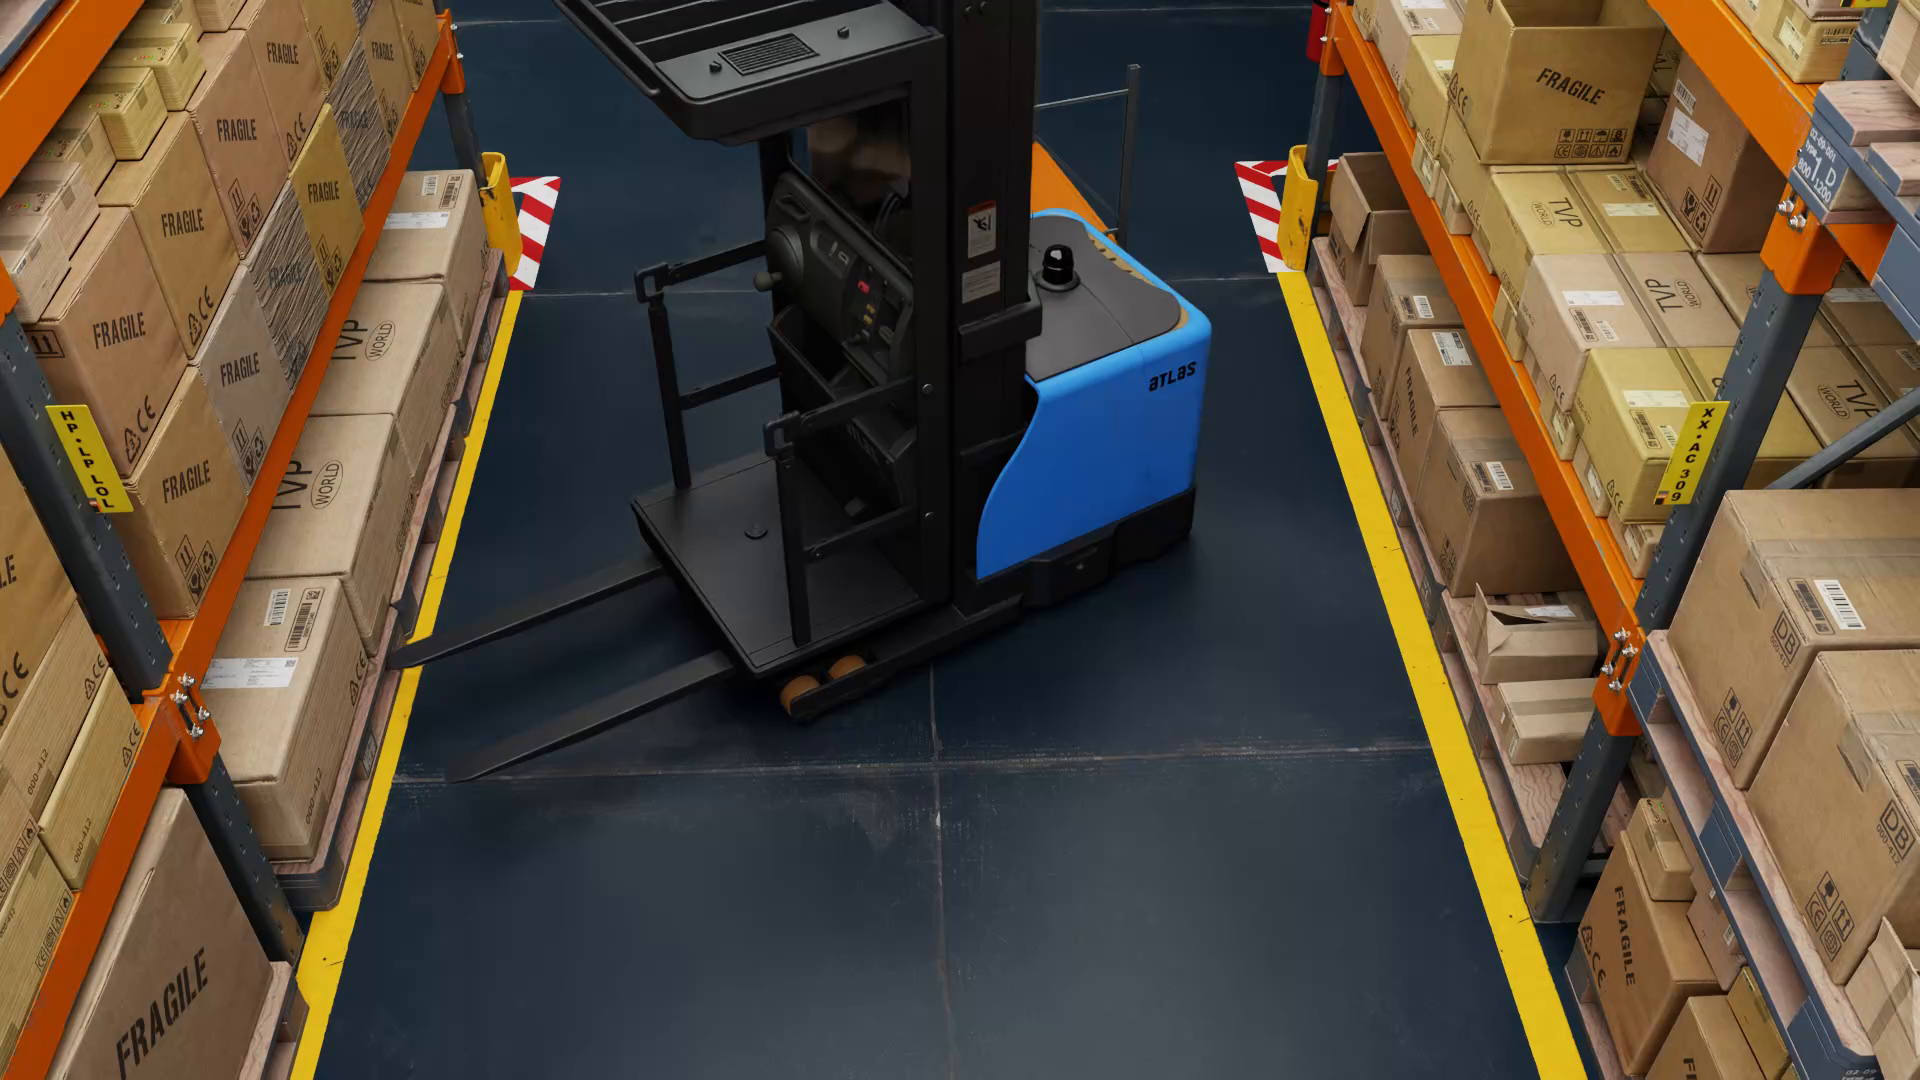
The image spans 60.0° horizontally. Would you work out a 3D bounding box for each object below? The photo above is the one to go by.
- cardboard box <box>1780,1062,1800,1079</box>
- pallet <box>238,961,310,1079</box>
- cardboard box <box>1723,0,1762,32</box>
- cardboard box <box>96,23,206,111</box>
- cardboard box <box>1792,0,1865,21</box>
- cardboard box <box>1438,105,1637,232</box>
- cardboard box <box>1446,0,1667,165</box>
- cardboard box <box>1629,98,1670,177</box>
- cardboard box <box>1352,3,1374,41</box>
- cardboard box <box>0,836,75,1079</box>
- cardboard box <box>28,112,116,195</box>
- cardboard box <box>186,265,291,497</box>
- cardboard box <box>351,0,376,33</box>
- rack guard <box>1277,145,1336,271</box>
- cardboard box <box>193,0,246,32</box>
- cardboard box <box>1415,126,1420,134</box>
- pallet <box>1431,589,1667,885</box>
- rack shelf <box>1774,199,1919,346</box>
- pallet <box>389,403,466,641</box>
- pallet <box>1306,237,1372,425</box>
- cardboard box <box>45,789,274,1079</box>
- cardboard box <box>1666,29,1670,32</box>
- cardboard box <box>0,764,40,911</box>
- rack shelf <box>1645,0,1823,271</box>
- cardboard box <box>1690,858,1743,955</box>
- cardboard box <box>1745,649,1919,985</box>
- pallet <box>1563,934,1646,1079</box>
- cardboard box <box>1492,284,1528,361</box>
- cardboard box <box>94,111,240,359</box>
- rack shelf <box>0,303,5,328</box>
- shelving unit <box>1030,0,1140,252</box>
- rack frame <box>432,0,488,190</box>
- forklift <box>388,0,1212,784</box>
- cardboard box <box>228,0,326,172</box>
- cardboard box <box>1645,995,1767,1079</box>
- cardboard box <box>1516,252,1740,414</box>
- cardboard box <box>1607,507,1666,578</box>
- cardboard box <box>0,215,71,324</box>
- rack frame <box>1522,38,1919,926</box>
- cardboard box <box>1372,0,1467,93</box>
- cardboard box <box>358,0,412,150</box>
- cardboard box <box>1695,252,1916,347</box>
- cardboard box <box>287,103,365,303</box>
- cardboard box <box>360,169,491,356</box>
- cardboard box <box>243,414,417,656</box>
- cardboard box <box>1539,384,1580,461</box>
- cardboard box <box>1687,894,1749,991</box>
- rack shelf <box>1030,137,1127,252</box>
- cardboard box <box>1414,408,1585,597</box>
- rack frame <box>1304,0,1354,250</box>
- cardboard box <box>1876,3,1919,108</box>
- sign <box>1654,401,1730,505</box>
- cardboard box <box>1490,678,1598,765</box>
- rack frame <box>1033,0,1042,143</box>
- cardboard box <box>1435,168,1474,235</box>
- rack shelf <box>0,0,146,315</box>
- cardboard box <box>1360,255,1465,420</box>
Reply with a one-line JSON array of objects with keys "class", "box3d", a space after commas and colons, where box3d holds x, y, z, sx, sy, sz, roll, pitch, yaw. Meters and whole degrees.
[{"class": "cardboard box", "box3d": [2.242, 1.406, 4.055, 0.380, 0.149, 0.250, -2, 43, -3]}, {"class": "pallet", "box3d": [-2.495, 1.778, 4.654, 1.003, 0.211, 1.213, -2, 43, -2]}, {"class": "cardboard box", "box3d": [2.038, -1.327, 3.943, 0.380, 0.149, 0.250, -2, 43, -2]}, {"class": "cardboard box", "box3d": [-2.369, -1.328, 4.684, 0.380, 0.149, 0.250, -3, 43, -3]}, {"class": "cardboard box", "box3d": [2.085, -1.392, 3.720, 0.500, 0.250, 0.500, -1, 43, -2]}, {"class": "cardboard box", "box3d": [2.025, -1.327, 5.869, 0.500, 0.250, 0.500, -3, 43, -3]}, {"class": "cardboard box", "box3d": [2.000, -1.618, 5.631, 0.500, 0.500, 0.500, -1, 43, -1]}, {"class": "cardboard box", "box3d": [2.529, -1.330, 5.872, 0.500, 0.250, 0.500, -2, 43, -2]}, {"class": "cardboard box", "box3d": [1.926, -2.292, 7.216, 0.380, 0.149, 0.250, -2, 43, -2]}, {"class": "cardboard box", "box3d": [-2.312, 0.926, 3.631, 0.500, 0.250, 0.500, -2, 43, -2]}, {"class": "cardboard box", "box3d": [-2.437, -0.978, 4.303, 0.380, 0.149, 0.250, -2, 43, -2]}, {"class": "cardboard box", "box3d": [-2.379, -0.470, 4.969, 0.500, 0.500, 0.500, -1, 43, -2]}, {"class": "cardboard box", "box3d": [-2.463, -2.204, 6.121, 0.500, 0.500, 0.500, -2, 43, -2]}, {"class": "rack guard", "box3d": [2.189, -1.641, 8.171, 1.175, 0.500, 0.348, -2, 43, -2]}, {"class": "cardboard box", "box3d": [-2.403, -1.663, 5.050, 0.380, 0.149, 0.250, -2, 43, -2]}, {"class": "cardboard box", "box3d": [1.995, -1.593, 6.454, 0.380, 0.149, 0.250, -1, 43, -1]}, {"class": "pallet", "box3d": [2.327, 0.651, 5.884, 1.003, 0.211, 1.213, -2, 43, -2]}, {"class": "rack shelf", "box3d": [2.441, 0.596, 2.193, 1.077, 0.370, 4.000, -2, 43, -2]}, {"class": "pallet", "box3d": [-2.612, -0.082, 6.683, 1.003, 0.211, 1.213, -2, 43, -2]}, {"class": "pallet", "box3d": [2.224, -0.997, 7.681, 1.003, 0.211, 1.213, -2, 43, -2]}, {"class": "cardboard box", "box3d": [-2.497, 1.276, 4.400, 0.875, 0.875, 0.875, 0, 43, 0]}, {"class": "cardboard box", "box3d": [2.491, -2.017, 6.622, 0.500, 0.250, 0.500, -2, 43, -2]}, {"class": "cardboard box", "box3d": [-2.313, 0.730, 3.475, 0.500, 0.250, 0.500, -1, 43, -1]}, {"class": "rack shelf", "box3d": [2.271, -2.105, 5.139, 1.077, 0.370, 4.000, -2, 43, -2]}, {"class": "cardboard box", "box3d": [2.164, 0.928, 4.357, 0.380, 0.149, 0.250, -4, 43, -4]}, {"class": "cardboard box", "box3d": [2.175, 0.577, 3.516, 0.700, 0.500, 0.500, -1, 43, -1]}, {"class": "pallet", "box3d": [2.428, 1.662, 4.780, 1.003, 0.211, 1.213, -2, 43, -2]}, {"class": "cardboard box", "box3d": [1.999, -0.729, 5.511, 0.380, 0.149, 0.250, -2, 43, -2]}, {"class": "cardboard box", "box3d": [-2.397, -0.844, 4.637, 0.500, 0.500, 0.500, -2, 43, -2]}, {"class": "rack shelf", "box3d": [-2.518, 0.741, 2.034, 1.077, 0.370, 4.000, -2, 43, -2]}, {"class": "shelving unit", "box3d": [0.296, -1.594, 7.380, 0.587, 1.500, 1.083, -14, 44, -15]}, {"class": "rack frame", "box3d": [-2.773, -2.469, 7.224, 1.000, 3.000, 0.127, -2, 43, -2]}, {"class": "forklift", "box3d": [-0.588, -0.836, 5.492, 3.031, 2.935, 1.130, -23, 47, -23]}, {"class": "cardboard box", "box3d": [-2.426, -1.531, 5.386, 0.500, 0.500, 0.500, -2, 43, -2]}, {"class": "cardboard box", "box3d": [2.184, 1.545, 4.384, 0.500, 0.500, 0.500, -2, 43, -2]}, {"class": "cardboard box", "box3d": [2.054, -0.643, 5.122, 0.500, 0.250, 0.500, -2, 43, -2]}, {"class": "cardboard box", "box3d": [2.090, -0.029, 4.748, 0.380, 0.149, 0.250, -1, 43, -1]}, {"class": "cardboard box", "box3d": [-2.357, -0.634, 3.928, 0.380, 0.149, 0.250, -2, 43, -2]}, {"class": "rack frame", "box3d": [2.356, 0.086, 4.436, 1.000, 3.000, 0.127, -2, 43, -2]}, {"class": "cardboard box", "box3d": [1.958, -2.014, 6.618, 0.500, 0.250, 0.500, -1, 43, -1]}, {"class": "cardboard box", "box3d": [-2.482, -1.849, 6.473, 0.500, 0.500, 0.500, -2, 43, -3]}, {"class": "cardboard box", "box3d": [2.576, -0.649, 5.129, 0.500, 0.250, 0.500, -2, 43, -2]}, {"class": "cardboard box", "box3d": [-2.415, -1.154, 5.715, 0.500, 0.500, 0.500, 0, 43, -1]}, {"class": "cardboard box", "box3d": [-2.645, -1.237, 7.465, 0.875, 0.438, 0.875, -3, 43, -3]}, {"class": "cardboard box", "box3d": [-2.561, -0.010, 6.127, 0.875, 0.438, 0.875, -3, 43, -3]}, {"class": "cardboard box", "box3d": [2.022, -0.379, 5.130, 0.380, 0.149, 0.250, -1, 43, -1]}, {"class": "cardboard box", "box3d": [2.194, 1.048, 4.445, 0.380, 0.149, 0.250, -3, 43, -3]}, {"class": "rack shelf", "box3d": [0.300, -1.456, 7.495, 0.538, 0.185, 1.000, -14, 44, -15]}, {"class": "cardboard box", "box3d": [2.159, -0.153, 6.236, 0.700, 0.500, 0.500, -3, 43, -3]}, {"class": "rack frame", "box3d": [2.186, -2.614, 7.382, 1.000, 3.000, 0.127, -2, 43, -2]}, {"class": "cardboard box", "box3d": [1.971, -0.905, 3.099, 0.380, 0.149, 0.250, -1, 43, -1]}, {"class": "sign", "box3d": [1.814, -0.212, 4.121, 0.100, 0.325, 0.005, -2, 43, -2]}, {"class": "cardboard box", "box3d": [2.039, 0.615, 5.659, 0.380, 0.149, 0.250, -3, 43, -3]}, {"class": "rack frame", "box3d": [0.126, -1.912, 7.725, 0.500, 1.500, 0.032, -14, 44, -15]}, {"class": "cardboard box", "box3d": [1.962, -1.243, 6.073, 0.380, 0.149, 0.250, -1, 43, -1]}, {"class": "rack shelf", "box3d": [-2.688, -1.960, 4.980, 1.077, 0.370, 4.000, -2, 43, -2]}, {"class": "cardboard box", "box3d": [2.115, -0.854, 7.001, 0.700, 0.500, 0.500, 0, 43, 0]}]
